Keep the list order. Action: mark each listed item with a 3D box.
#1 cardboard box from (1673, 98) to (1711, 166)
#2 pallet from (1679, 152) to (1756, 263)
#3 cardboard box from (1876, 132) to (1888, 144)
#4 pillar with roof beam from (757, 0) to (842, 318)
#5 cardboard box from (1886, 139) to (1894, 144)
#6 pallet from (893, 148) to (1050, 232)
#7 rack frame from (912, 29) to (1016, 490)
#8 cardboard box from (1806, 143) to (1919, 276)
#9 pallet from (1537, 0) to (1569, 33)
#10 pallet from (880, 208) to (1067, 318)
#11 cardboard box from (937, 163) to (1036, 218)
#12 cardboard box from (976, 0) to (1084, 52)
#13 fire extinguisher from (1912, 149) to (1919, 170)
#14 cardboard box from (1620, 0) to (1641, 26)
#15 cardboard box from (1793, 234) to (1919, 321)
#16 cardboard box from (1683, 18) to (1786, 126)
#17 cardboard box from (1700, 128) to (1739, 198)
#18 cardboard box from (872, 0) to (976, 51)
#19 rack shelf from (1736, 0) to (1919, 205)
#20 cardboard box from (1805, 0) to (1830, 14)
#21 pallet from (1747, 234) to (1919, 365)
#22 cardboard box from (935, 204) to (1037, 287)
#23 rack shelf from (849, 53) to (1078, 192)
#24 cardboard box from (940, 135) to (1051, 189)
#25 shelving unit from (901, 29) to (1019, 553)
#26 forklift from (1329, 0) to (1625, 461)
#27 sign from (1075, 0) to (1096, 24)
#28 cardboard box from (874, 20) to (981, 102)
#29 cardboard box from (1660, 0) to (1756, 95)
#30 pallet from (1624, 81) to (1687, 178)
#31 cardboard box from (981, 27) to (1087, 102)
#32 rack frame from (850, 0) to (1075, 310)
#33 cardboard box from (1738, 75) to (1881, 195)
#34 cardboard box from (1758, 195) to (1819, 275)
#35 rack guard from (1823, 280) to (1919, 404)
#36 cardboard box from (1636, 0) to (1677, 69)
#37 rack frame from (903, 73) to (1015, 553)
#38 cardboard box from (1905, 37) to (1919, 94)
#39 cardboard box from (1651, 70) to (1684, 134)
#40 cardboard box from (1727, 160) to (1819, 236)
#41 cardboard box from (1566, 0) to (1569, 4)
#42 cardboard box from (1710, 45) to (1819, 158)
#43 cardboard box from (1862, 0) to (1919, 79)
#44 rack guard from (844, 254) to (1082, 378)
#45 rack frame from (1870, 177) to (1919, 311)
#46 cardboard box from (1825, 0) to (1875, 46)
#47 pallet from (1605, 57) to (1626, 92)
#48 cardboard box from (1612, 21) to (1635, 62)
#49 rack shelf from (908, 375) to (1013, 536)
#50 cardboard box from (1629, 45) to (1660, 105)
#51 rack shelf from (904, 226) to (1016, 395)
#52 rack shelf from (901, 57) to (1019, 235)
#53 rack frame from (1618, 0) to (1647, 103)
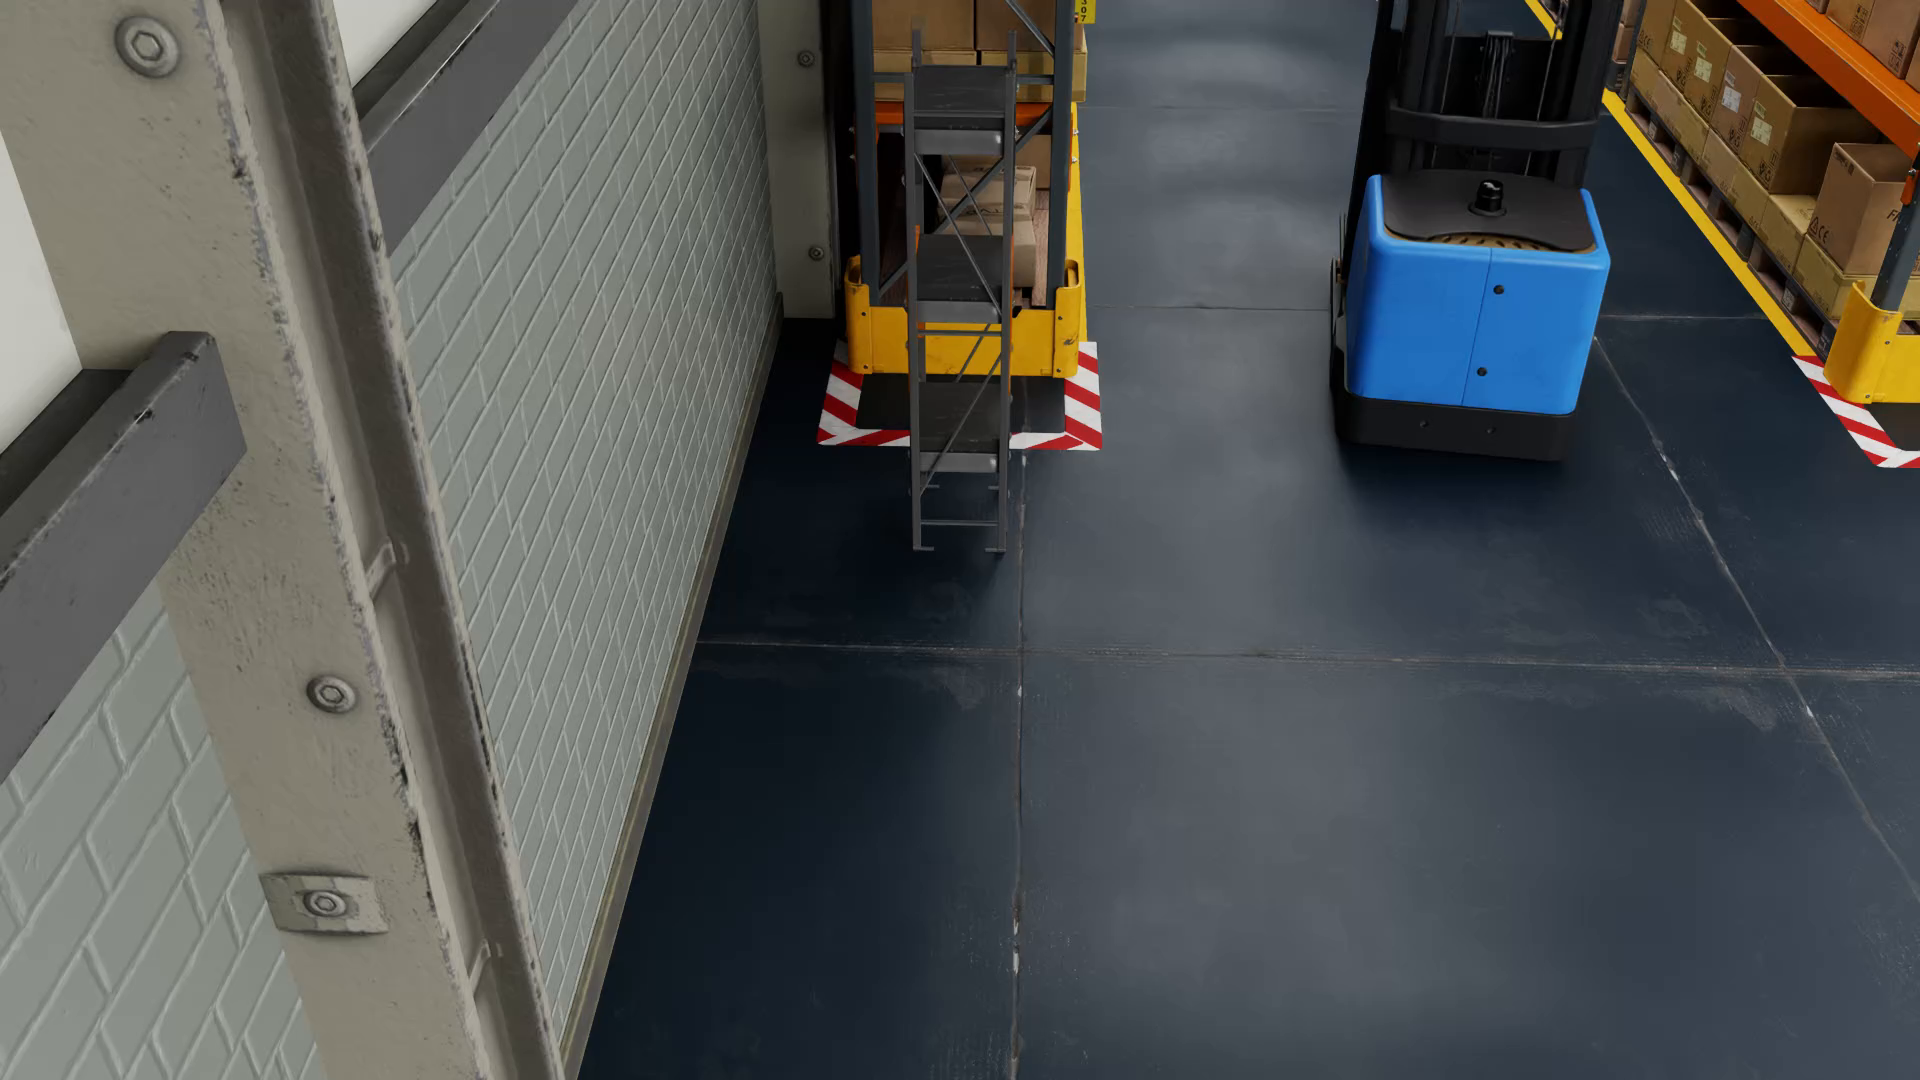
[{"bbox_3d":[4.753,-2.515,10.246,0.500,0.250,0.500,1,35,2],"label":"cardboard box"},{"bbox_3d":[5.005,-2.002,9.915,1.003,0.211,1.213,1,35,2],"label":"pallet"},{"bbox_3d":[5.233,-2.235,9.195,0.500,0.500,0.500,1,35,2],"label":"cardboard box"},{"bbox_3d":[3.480,-4.893,6.386,9.100,9.000,0.400,1,35,2],"label":"pillar with roof beam"},{"bbox_3d":[5.226,-1.947,8.786,0.500,0.500,0.500,1,35,2],"label":"cardboard box"},{"bbox_3d":[0.137,-2.184,10.173,1.003,0.211,1.213,1,35,2],"label":"pallet"},{"bbox_3d":[0.016,-1.094,6.981,0.400,2.100,0.015,1,35,2],"label":"rack frame"},{"bbox_3d":[4.688,-1.672,8.394,0.500,0.500,0.500,1,35,2],"label":"cardboard box"},{"bbox_3d":[5.162,-4.288,13.167,1.003,0.211,1.213,1,35,2],"label":"pallet"},{"bbox_3d":[0.085,-1.484,9.179,1.003,0.211,1.213,1,35,2],"label":"pallet"},{"bbox_3d":[0.155,-1.919,9.327,0.500,0.311,0.500,4,35,6],"label":"cardboard box"},{"bbox_3d":[0.334,-2.637,7.854,0.500,0.500,0.500,1,35,2],"label":"cardboard box"},{"bbox_3d":[4.495,-1.915,7.433,0.296,0.674,0.183,1,35,2],"label":"fire extinguisher"},{"bbox_3d":[4.855,-3.817,11.611,0.500,0.311,0.500,1,35,2],"label":"cardboard box"},{"bbox_3d":[4.690,-1.365,8.610,0.500,0.250,0.500,1,35,2],"label":"cardboard box"},{"bbox_3d":[4.753,-2.821,10.030,0.500,0.500,0.500,1,35,2],"label":"cardboard box"},{"bbox_3d":[4.739,-2.227,9.837,0.500,0.250,0.500,1,35,2],"label":"cardboard box"},{"bbox_3d":[-0.179,-2.645,7.866,0.500,0.500,0.500,1,35,1],"label":"cardboard box"},{"bbox_3d":[5.044,-2.858,9.334,1.077,0.370,4.000,1,35,2],"label":"rack shelf"},{"bbox_3d":[5.055,-3.202,9.110,0.700,0.500,0.500,2,35,3],"label":"cardboard box"},{"bbox_3d":[4.953,-1.303,8.920,1.003,0.211,1.213,1,35,2],"label":"pallet"},{"bbox_3d":[0.132,-1.591,8.861,0.500,0.311,0.500,-2,35,-3],"label":"cardboard box"},{"bbox_3d":[0.095,-2.970,9.494,1.077,0.370,4.000,1,35,2],"label":"rack shelf"},{"bbox_3d":[0.234,-2.416,9.871,0.700,0.500,0.500,-1,35,-1],"label":"cardboard box"},{"bbox_3d":[0.007,-0.954,6.782,0.431,2.100,0.503,1,35,2],"label":"shelving unit"},{"bbox_3d":[2.558,-2.403,8.120,1.130,2.935,3.031,6,36,9],"label":"forklift"},{"bbox_3d":[0.556,-2.457,7.385,0.100,0.325,0.005,1,35,2],"label":"sign"},{"bbox_3d":[-0.161,-2.336,8.078,0.500,0.250,0.500,2,35,3],"label":"cardboard box"},{"bbox_3d":[4.781,-3.109,10.438,0.500,0.500,0.500,1,35,2],"label":"cardboard box"},{"bbox_3d":[5.051,-2.705,10.915,1.003,0.211,1.213,1,35,2],"label":"pallet"},{"bbox_3d":[0.351,-2.336,8.078,0.500,0.250,0.500,0,35,1],"label":"cardboard box"},{"bbox_3d":[0.014,-2.116,7.652,1.000,3.000,0.127,1,35,2],"label":"rack frame"},{"bbox_3d":[4.714,-2.247,9.212,0.500,0.500,0.500,1,35,2],"label":"cardboard box"},{"bbox_3d":[4.698,-1.653,9.019,0.500,0.250,0.500,1,35,2],"label":"cardboard box"},{"bbox_3d":[4.963,-0.967,8.191,1.175,0.500,0.348,1,35,2],"label":"rack guard"},{"bbox_3d":[4.793,-3.396,10.847,0.500,0.500,0.500,1,35,2],"label":"cardboard box"},{"bbox_3d":[-0.003,-0.814,6.582,0.400,2.100,0.015,1,35,2],"label":"rack frame"},{"bbox_3d":[4.996,-2.312,7.844,0.700,0.500,0.500,1,35,2],"label":"cardboard box"},{"bbox_3d":[4.778,-2.802,10.654,0.500,0.250,0.500,1,35,2],"label":"cardboard box"},{"bbox_3d":[4.717,-1.940,9.428,0.500,0.250,0.500,1,35,2],"label":"cardboard box"},{"bbox_3d":[4.894,-4.178,12.612,0.500,0.250,0.500,2,35,3],"label":"cardboard box"},{"bbox_3d":[4.735,-2.534,9.621,0.500,0.500,0.500,1,35,2],"label":"cardboard box"},{"bbox_3d":[5.012,-2.614,8.274,0.700,0.500,0.500,2,35,3],"label":"cardboard box"},{"bbox_3d":[0.017,-1.137,8.433,1.175,0.500,0.348,1,35,2],"label":"rack guard"},{"bbox_3d":[4.964,-2.003,7.492,1.000,3.000,0.127,1,35,2],"label":"rack frame"},{"bbox_3d":[5.038,-2.899,8.680,0.700,0.500,0.500,2,35,2],"label":"cardboard box"},{"bbox_3d":[5.115,-3.585,12.167,1.003,0.211,1.213,1,35,2],"label":"pallet"},{"bbox_3d":[4.852,-3.593,11.780,0.500,0.250,0.500,1,35,1],"label":"cardboard box"},{"bbox_3d":[0.007,-0.370,7.192,0.431,0.518,0.480,1,35,2],"label":"rack shelf"},{"bbox_3d":[4.803,-3.089,11.063,0.500,0.250,0.500,1,35,2],"label":"cardboard box"},{"bbox_3d":[0.007,-0.943,6.789,0.431,0.518,0.480,1,35,2],"label":"rack shelf"},{"bbox_3d":[0.007,-1.516,6.387,0.431,0.518,0.480,1,35,2],"label":"rack shelf"},{"bbox_3d":[5.125,-4.302,10.762,1.000,3.000,0.127,1,35,2],"label":"rack frame"}]
